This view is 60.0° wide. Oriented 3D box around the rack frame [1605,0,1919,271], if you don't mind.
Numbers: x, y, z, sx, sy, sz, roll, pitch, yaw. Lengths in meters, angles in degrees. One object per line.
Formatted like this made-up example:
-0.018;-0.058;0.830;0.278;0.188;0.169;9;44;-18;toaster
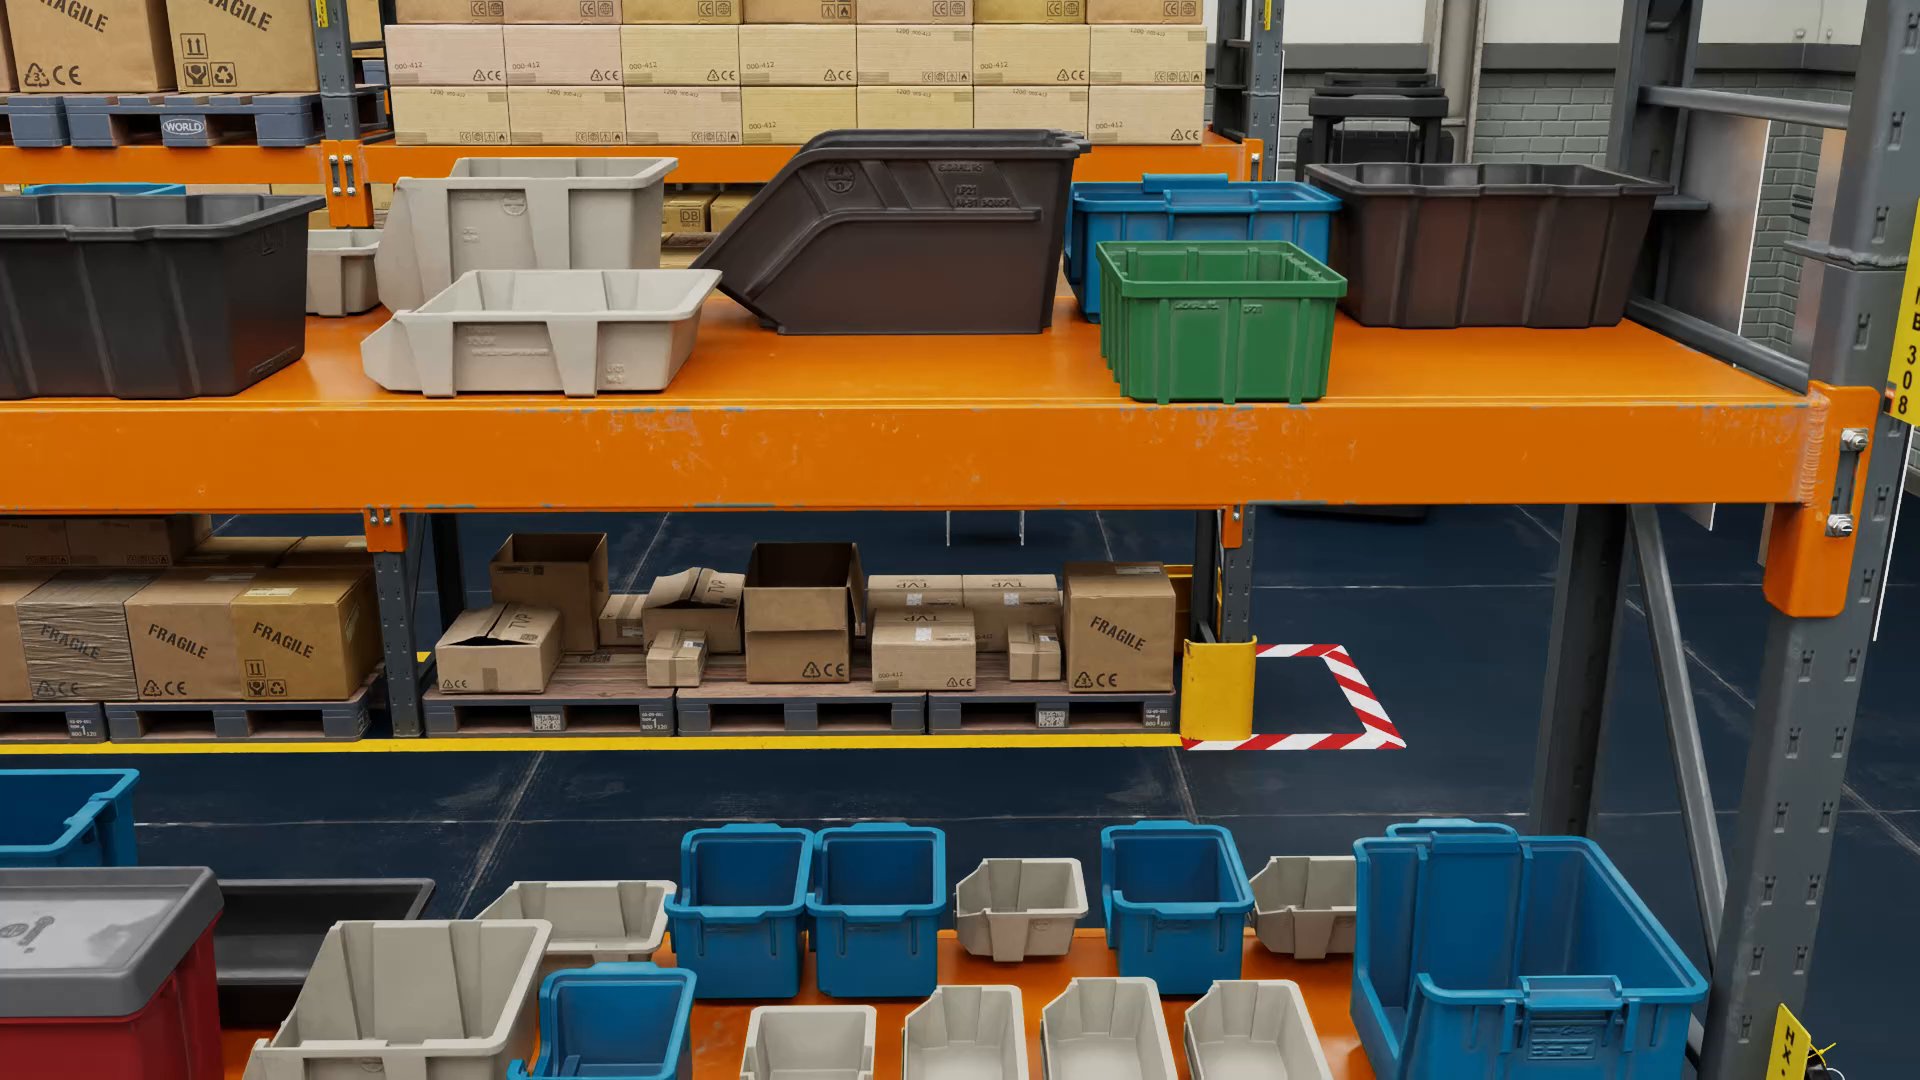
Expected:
1.387;-1.982;2.493;0.127;3.000;1.000;0;18;-1;rack frame

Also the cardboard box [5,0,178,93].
-3.860;-2.352;7.543;0.600;0.600;0.600;0;18;-1;cardboard box

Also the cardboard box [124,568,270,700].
-3.670;0.452;8.100;0.500;0.500;0.500;0;18;-1;cardboard box

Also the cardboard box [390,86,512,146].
-2.197;-1.902;7.401;0.500;0.250;0.500;0;18;-1;cardboard box

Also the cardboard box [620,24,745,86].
-1.197;-2.142;7.330;0.500;0.250;0.500;0;18;-1;cardboard box

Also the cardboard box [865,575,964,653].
-0.236;0.383;8.725;0.500;0.250;0.500;0;18;-1;cardboard box

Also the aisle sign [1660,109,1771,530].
1.454;-0.454;3.296;0.004;0.787;0.394;0;18;-1;aisle sign

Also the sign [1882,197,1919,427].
1.412;-0.335;2.443;0.005;0.325;0.100;0;18;-1;sign

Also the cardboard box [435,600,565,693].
-2.264;0.516;8.209;0.500;0.311;0.500;0;18;-1;cardboard box

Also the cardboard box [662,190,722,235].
-2.226;-2.272;12.728;0.700;0.700;0.980;0;18;0;cardboard box

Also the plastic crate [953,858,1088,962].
0.135;0.852;3.814;0.298;0.136;0.250;0;18;-1;plastic crate

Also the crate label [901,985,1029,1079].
0.006;1.037;3.237;0.243;0.136;0.396;0;18;-1;crate label

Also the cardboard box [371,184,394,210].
-4.253;-2.605;12.346;0.500;0.250;0.500;0;18;0;cardboard box

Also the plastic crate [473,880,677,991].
-0.876;0.891;3.692;0.466;0.136;0.293;0;18;-1;plastic crate

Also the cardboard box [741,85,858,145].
-0.697;-1.909;7.422;0.500;0.250;0.500;0;18;-1;cardboard box

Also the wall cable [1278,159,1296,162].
2.496;-2.930;13.606;1.851;1.984;0.084;0;18;-1;wall cable

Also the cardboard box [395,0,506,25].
-2.201;-2.585;7.482;0.500;0.500;0.700;0;18;-1;cardboard box

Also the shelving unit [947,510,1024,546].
0.165;-0.572;10.867;0.503;1.200;0.258;0;18;-1;shelving unit

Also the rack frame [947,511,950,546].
-0.078;-0.571;10.863;0.015;1.200;0.240;0;18;-1;rack frame

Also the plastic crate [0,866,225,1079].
-1.716;0.908;3.105;0.583;0.464;0.402;0;18;-1;plastic crate

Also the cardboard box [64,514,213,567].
-4.174;-0.062;8.475;0.500;0.250;0.500;0;18;-1;cardboard box

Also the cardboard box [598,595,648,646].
-1.748;0.420;8.775;0.250;0.149;0.380;0;18;-1;cardboard box

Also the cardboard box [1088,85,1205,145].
0.803;-1.912;7.431;0.500;0.250;0.500;0;18;-1;cardboard box

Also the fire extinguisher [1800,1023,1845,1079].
1.545;1.228;3.047;0.183;0.674;0.296;0;18;-1;fire extinguisher

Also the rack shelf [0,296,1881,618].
-0.613;-0.201;3.031;4.000;0.370;1.077;0;18;-1;rack shelf

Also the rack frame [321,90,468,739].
-2.687;-0.619;8.065;0.127;3.000;1.000;0;18;-1;rack frame

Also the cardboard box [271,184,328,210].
-4.763;-2.602;12.338;0.500;0.250;0.500;-1;18;-2;cardboard box

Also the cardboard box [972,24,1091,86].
0.303;-2.150;7.355;0.500;0.250;0.500;0;18;-1;cardboard box

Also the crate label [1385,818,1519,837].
1.135;0.827;3.735;0.303;0.233;0.416;0;18;-1;crate label

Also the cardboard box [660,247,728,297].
-1.182;-1.064;7.652;0.500;0.500;0.500;-1;18;-2;cardboard box

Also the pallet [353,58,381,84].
-5.007;-3.476;12.372;1.213;0.211;1.003;1;18;2;pallet

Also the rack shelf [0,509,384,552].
-4.687;-0.266;8.145;4.000;0.370;1.077;0;18;-1;rack shelf

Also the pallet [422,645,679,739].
-2.000;0.706;8.500;1.213;0.211;1.003;0;18;-1;pallet

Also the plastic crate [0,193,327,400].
-1.366;-0.394;2.668;0.590;0.269;0.497;0;18;-1;plastic crate

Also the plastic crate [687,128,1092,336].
-0.145;-0.600;3.199;0.767;0.338;0.504;0;18;-1;plastic crate

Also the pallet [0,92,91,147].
-4.377;-1.970;7.674;1.003;0.211;1.213;0;18;-1;pallet

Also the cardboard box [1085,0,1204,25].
0.799;-2.582;7.476;0.500;0.500;0.700;0;18;-1;cardboard box

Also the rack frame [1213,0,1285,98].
1.312;-3.494;7.209;0.127;3.000;1.000;0;18;-1;rack frame

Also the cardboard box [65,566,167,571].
-4.208;0.296;8.585;0.500;0.500;0.500;0;18;0;cardboard box

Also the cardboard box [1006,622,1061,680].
0.366;0.554;8.328;0.250;0.166;0.380;0;18;-1;cardboard box

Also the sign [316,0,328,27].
-2.675;-2.311;6.939;0.005;0.325;0.100;0;18;-1;sign

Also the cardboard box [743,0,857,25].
-0.702;-2.597;7.521;0.500;0.500;0.700;0;18;-1;cardboard box

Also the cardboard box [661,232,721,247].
-1.169;-1.229;8.169;0.500;0.500;0.500;0;18;0;cardboard box

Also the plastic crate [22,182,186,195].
-1.707;-0.556;3.234;0.300;0.233;0.416;0;18;-1;plastic crate

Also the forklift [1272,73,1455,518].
3.006;-1.957;12.351;1.130;2.935;3.031;4;18;13;forklift
